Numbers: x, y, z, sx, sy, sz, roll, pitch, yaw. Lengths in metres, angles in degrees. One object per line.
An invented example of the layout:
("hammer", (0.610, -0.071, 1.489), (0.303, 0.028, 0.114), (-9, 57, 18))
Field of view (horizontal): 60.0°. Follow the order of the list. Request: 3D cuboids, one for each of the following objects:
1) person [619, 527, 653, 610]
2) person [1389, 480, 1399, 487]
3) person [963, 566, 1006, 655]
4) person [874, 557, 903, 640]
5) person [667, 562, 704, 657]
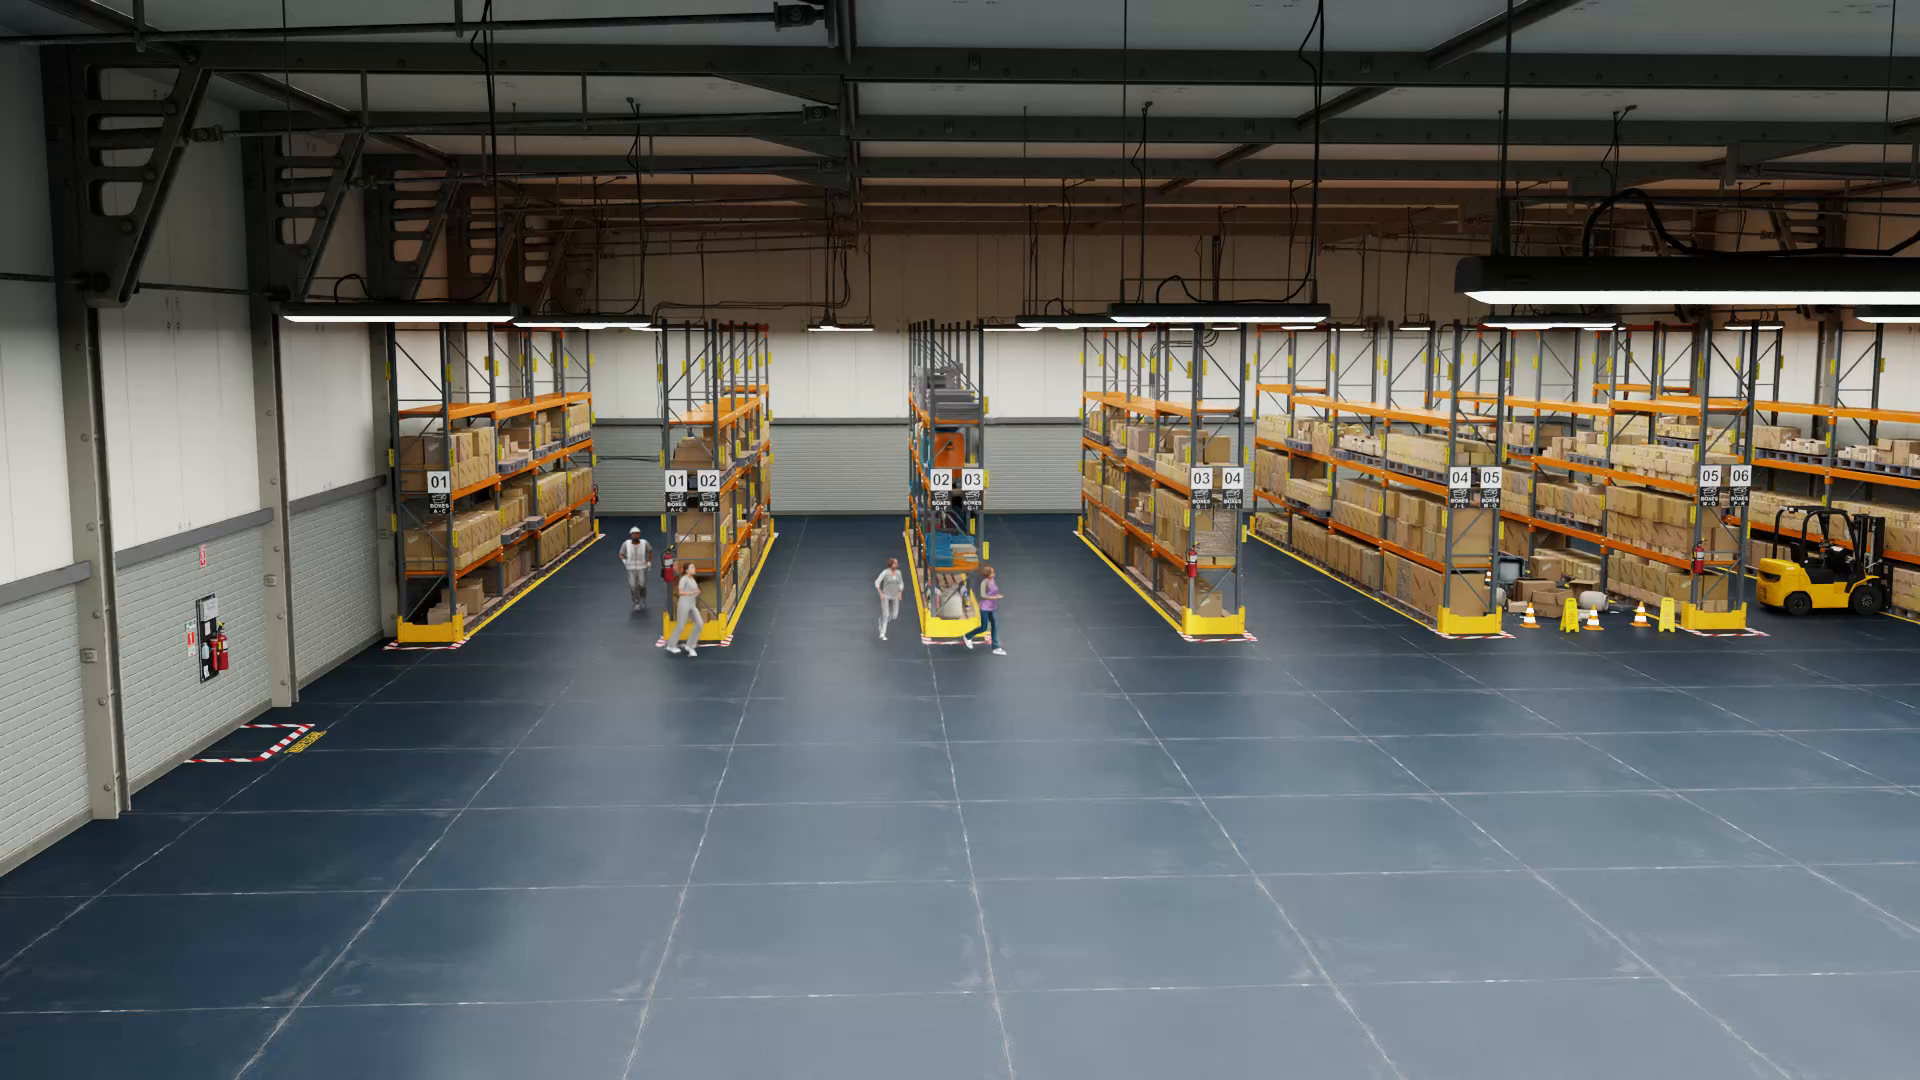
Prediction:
("person", (-6.712, 0.604, 34.421), (0.683, 1.740, 0.587), (-1, 7, -7))
("person", (12.976, -1.339, 50.310), (0.652, 1.723, 0.702), (-3, 8, -24))
("person", (0.468, 1.243, 29.785), (0.862, 1.574, 0.543), (4, 8, 31))
("person", (-1.336, 1.094, 31.457), (0.592, 1.546, 0.506), (-3, 8, -25))
("person", (-4.884, 1.235, 29.791), (0.724, 1.709, 0.567), (4, 8, 27))
